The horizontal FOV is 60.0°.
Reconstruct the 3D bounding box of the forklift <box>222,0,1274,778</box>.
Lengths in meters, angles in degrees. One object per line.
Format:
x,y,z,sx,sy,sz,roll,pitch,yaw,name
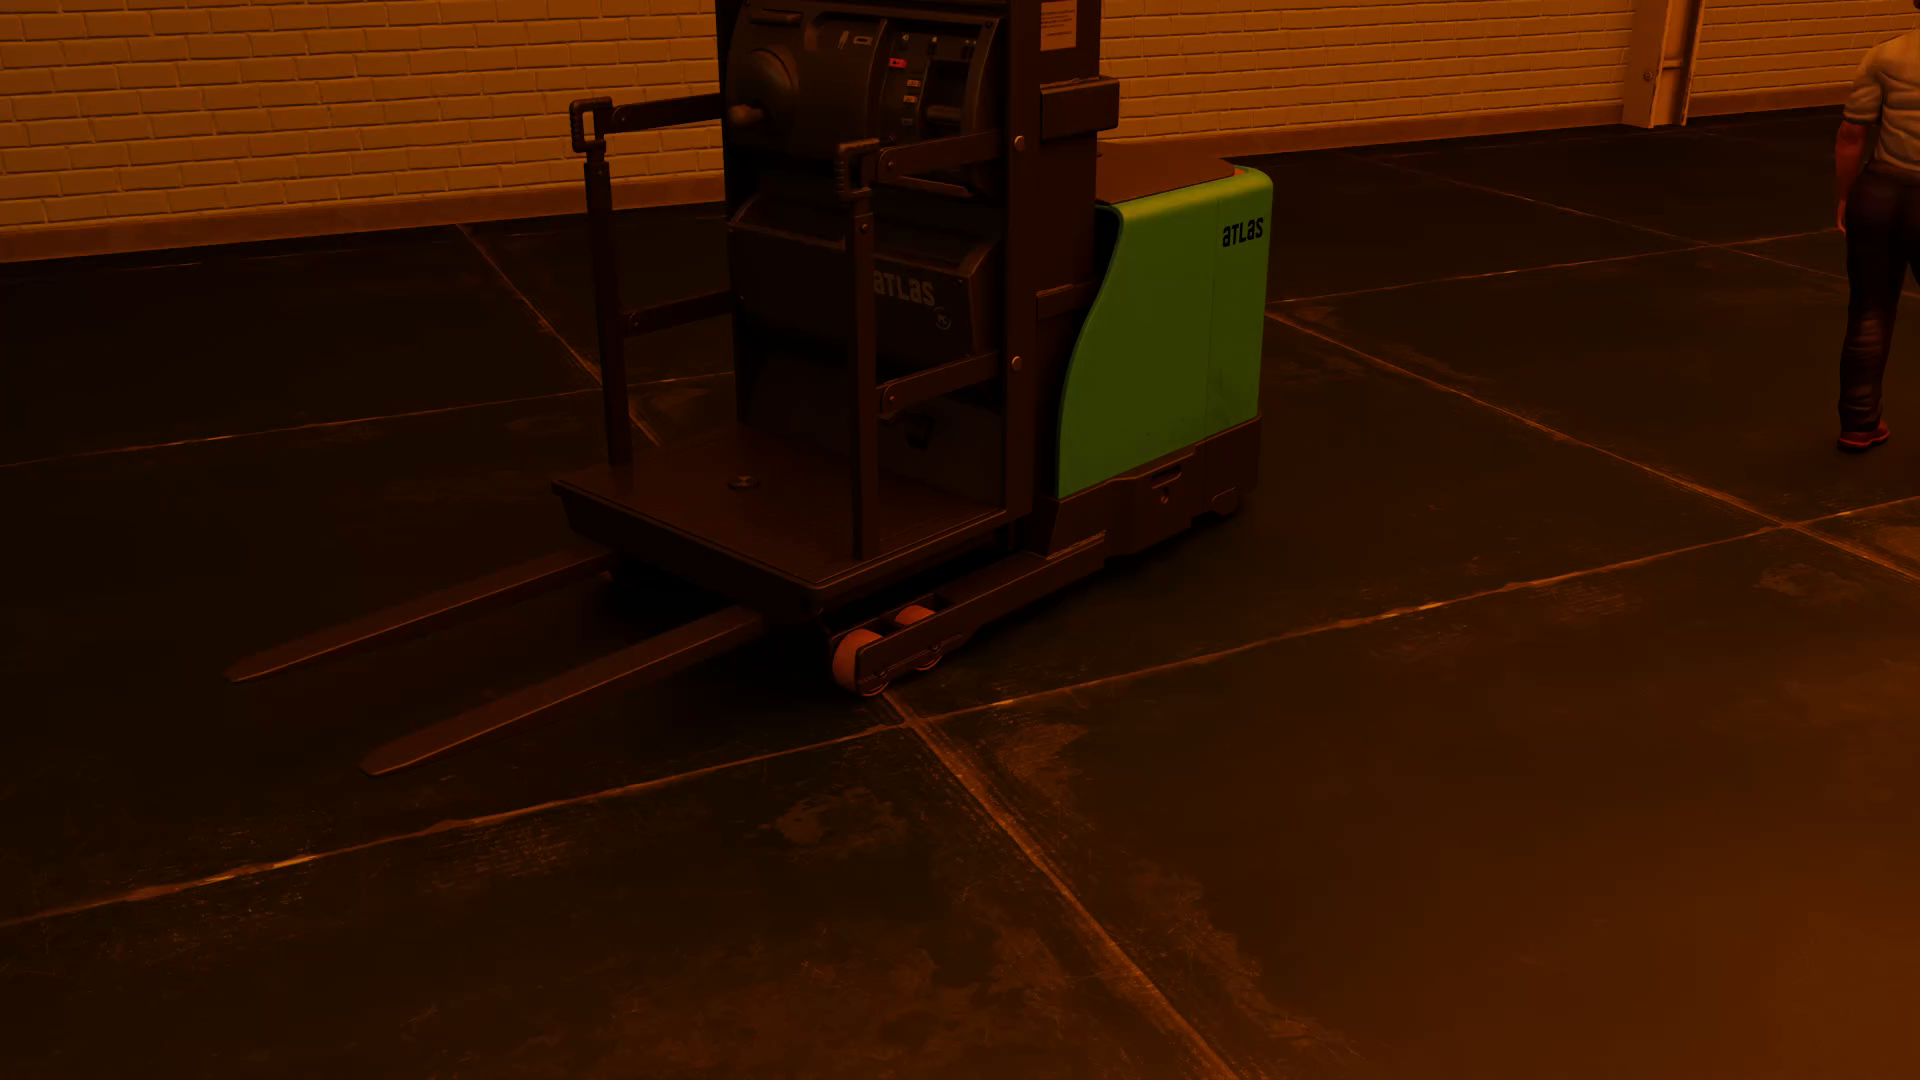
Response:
-0.413,-1.182,4.131,1.130,2.935,3.031,19,29,39,forklift

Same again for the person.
3.263,-1.095,5.577,0.502,1.651,0.598,-16,27,-34,person
